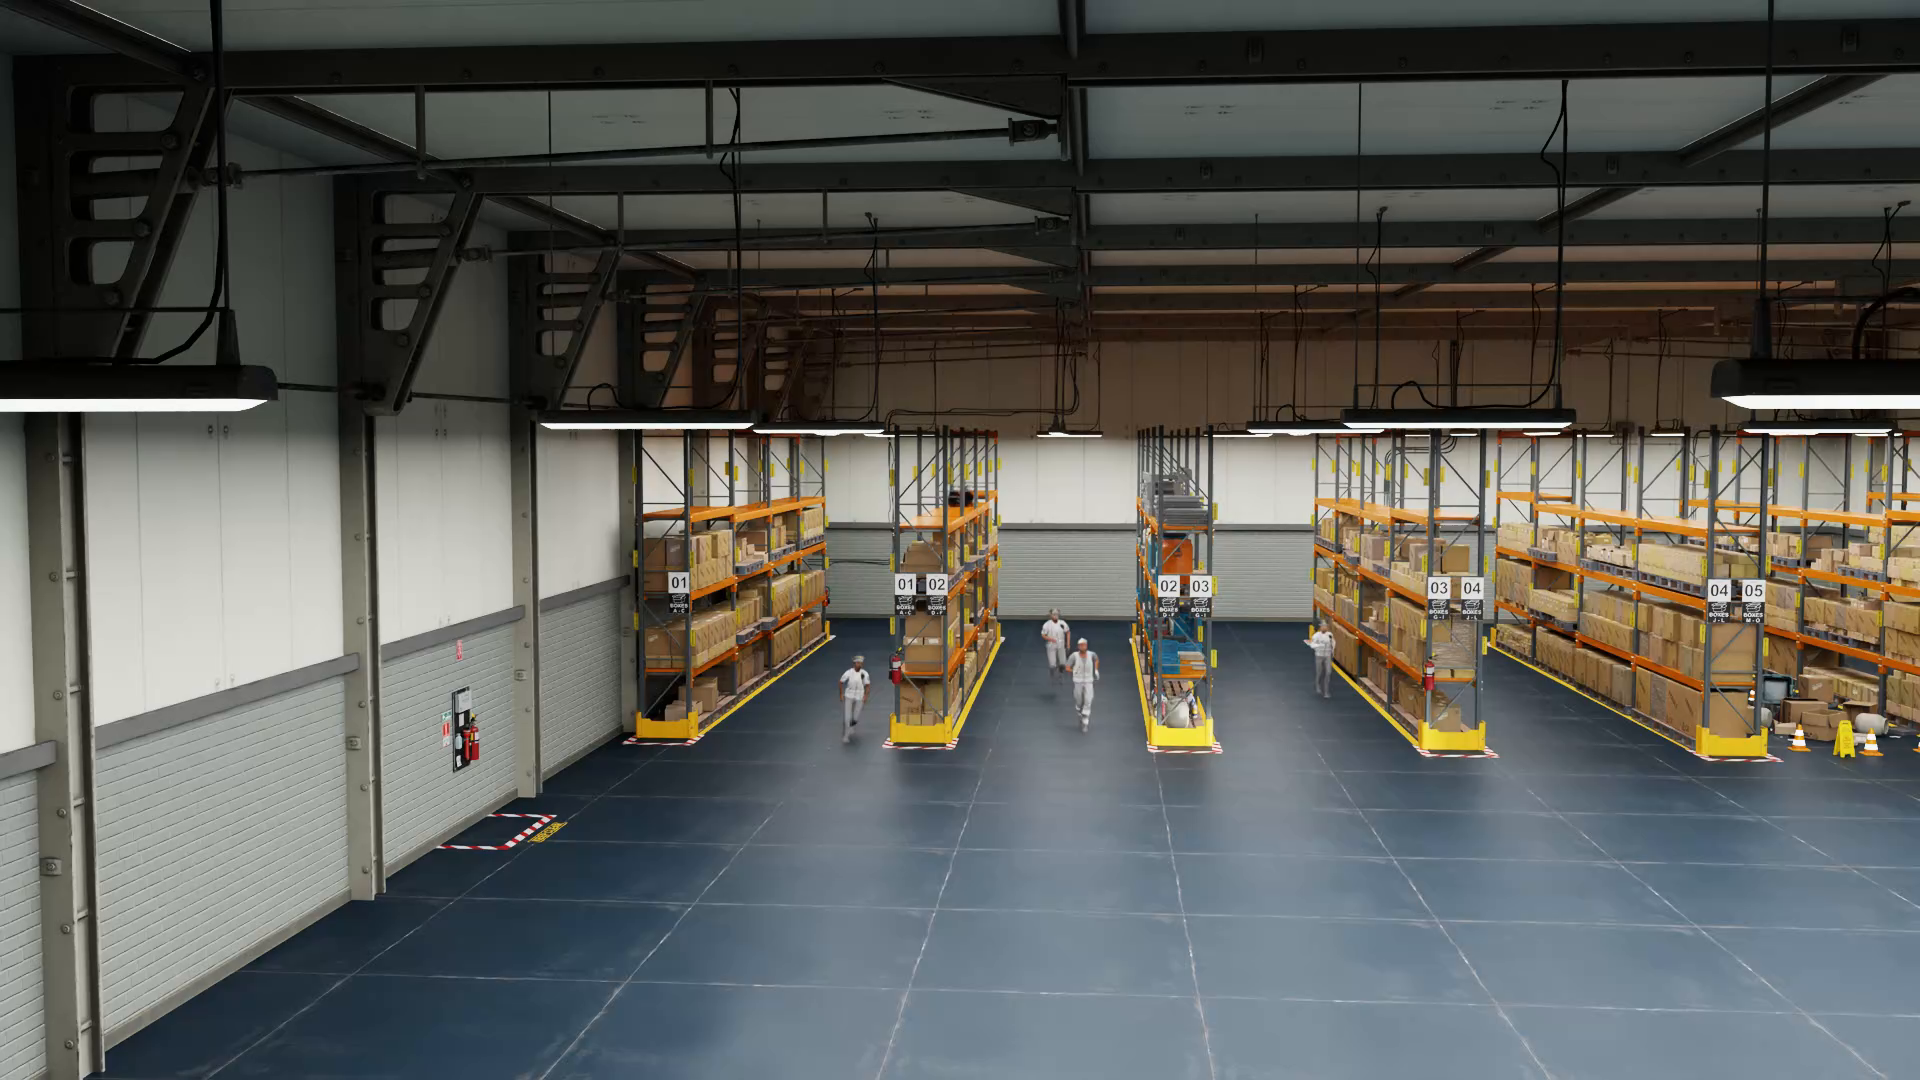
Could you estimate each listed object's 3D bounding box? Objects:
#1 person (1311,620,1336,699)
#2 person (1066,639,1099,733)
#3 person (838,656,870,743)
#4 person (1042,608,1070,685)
[{"bbox_3d":[8.109,2.641,37.100,0.596,1.735,0.720,0,3,3],"label":"person"},{"bbox_3d":[2.429,2.862,32.967,0.690,1.847,0.913,0,3,-4],"label":"person"},{"bbox_3d":[-2.013,3.018,31.724,0.621,1.651,0.548,0,3,-7],"label":"person"},{"bbox_3d":[2.155,2.384,37.004,0.657,1.748,0.578,0,3,-7],"label":"person"}]
